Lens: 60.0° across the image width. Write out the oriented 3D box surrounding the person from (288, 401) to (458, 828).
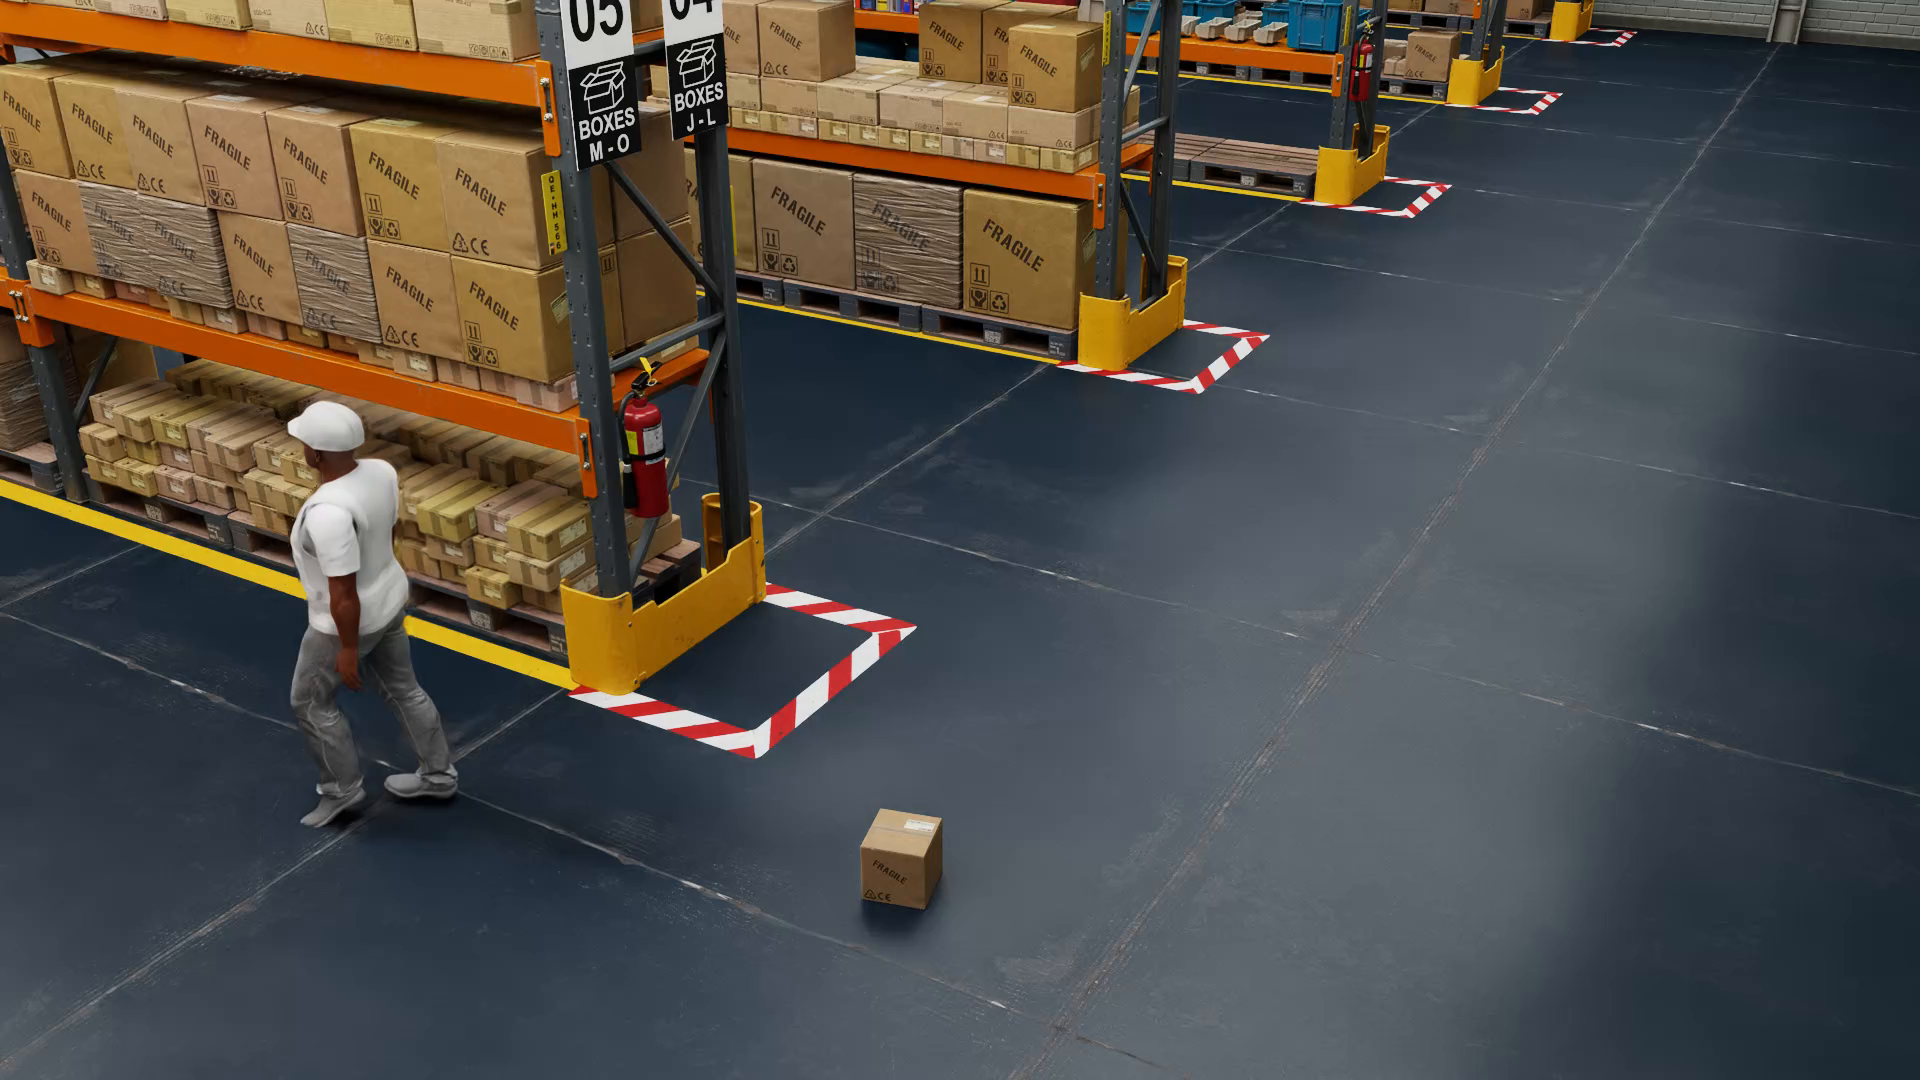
[{"bbox_3d":[-2.364,0.309,6.493,0.607,1.826,0.621,4,27,9],"label":"person"}]
